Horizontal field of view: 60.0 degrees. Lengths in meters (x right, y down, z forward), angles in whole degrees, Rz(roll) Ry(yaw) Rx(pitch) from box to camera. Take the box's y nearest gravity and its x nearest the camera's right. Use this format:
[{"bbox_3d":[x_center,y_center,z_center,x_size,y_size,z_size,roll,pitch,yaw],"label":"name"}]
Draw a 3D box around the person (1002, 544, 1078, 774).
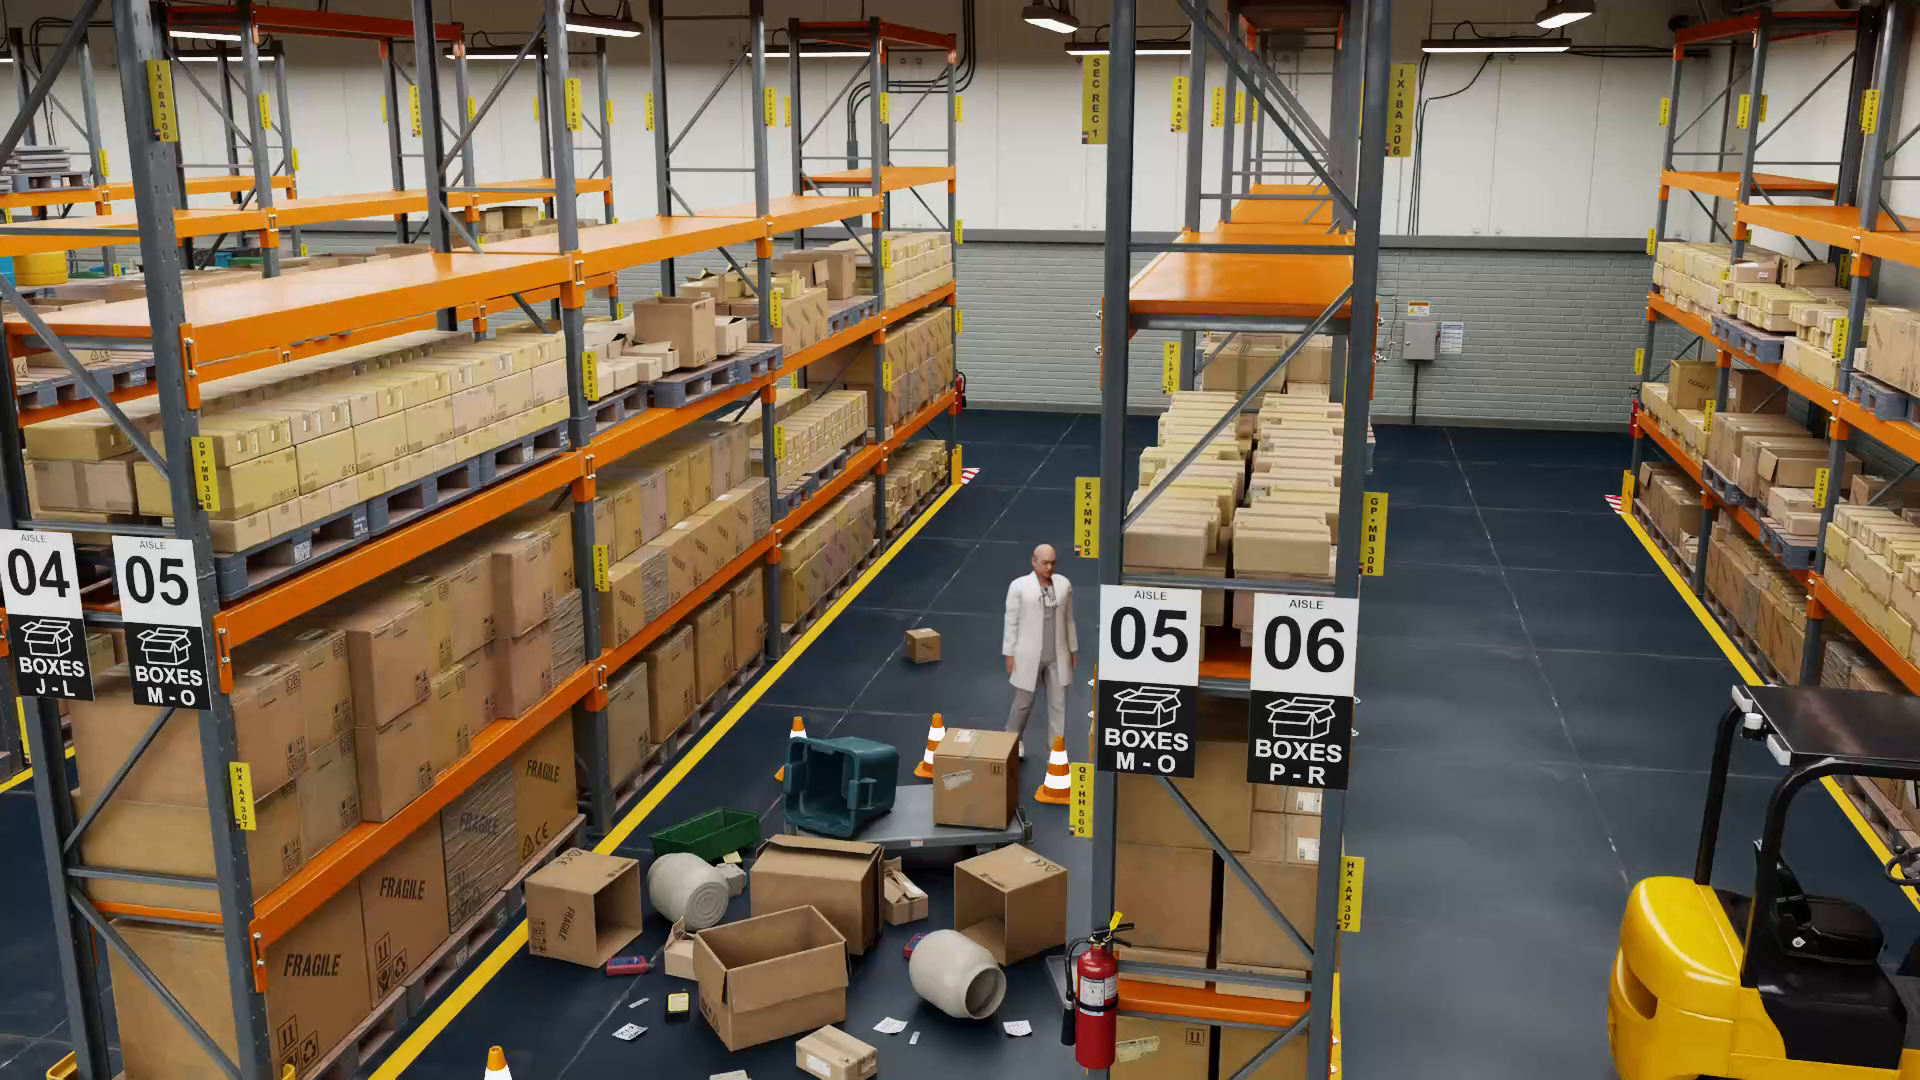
[{"bbox_3d":[0.646,0.915,12.965,0.619,1.747,0.791,-4,15,-17],"label":"person"}]
